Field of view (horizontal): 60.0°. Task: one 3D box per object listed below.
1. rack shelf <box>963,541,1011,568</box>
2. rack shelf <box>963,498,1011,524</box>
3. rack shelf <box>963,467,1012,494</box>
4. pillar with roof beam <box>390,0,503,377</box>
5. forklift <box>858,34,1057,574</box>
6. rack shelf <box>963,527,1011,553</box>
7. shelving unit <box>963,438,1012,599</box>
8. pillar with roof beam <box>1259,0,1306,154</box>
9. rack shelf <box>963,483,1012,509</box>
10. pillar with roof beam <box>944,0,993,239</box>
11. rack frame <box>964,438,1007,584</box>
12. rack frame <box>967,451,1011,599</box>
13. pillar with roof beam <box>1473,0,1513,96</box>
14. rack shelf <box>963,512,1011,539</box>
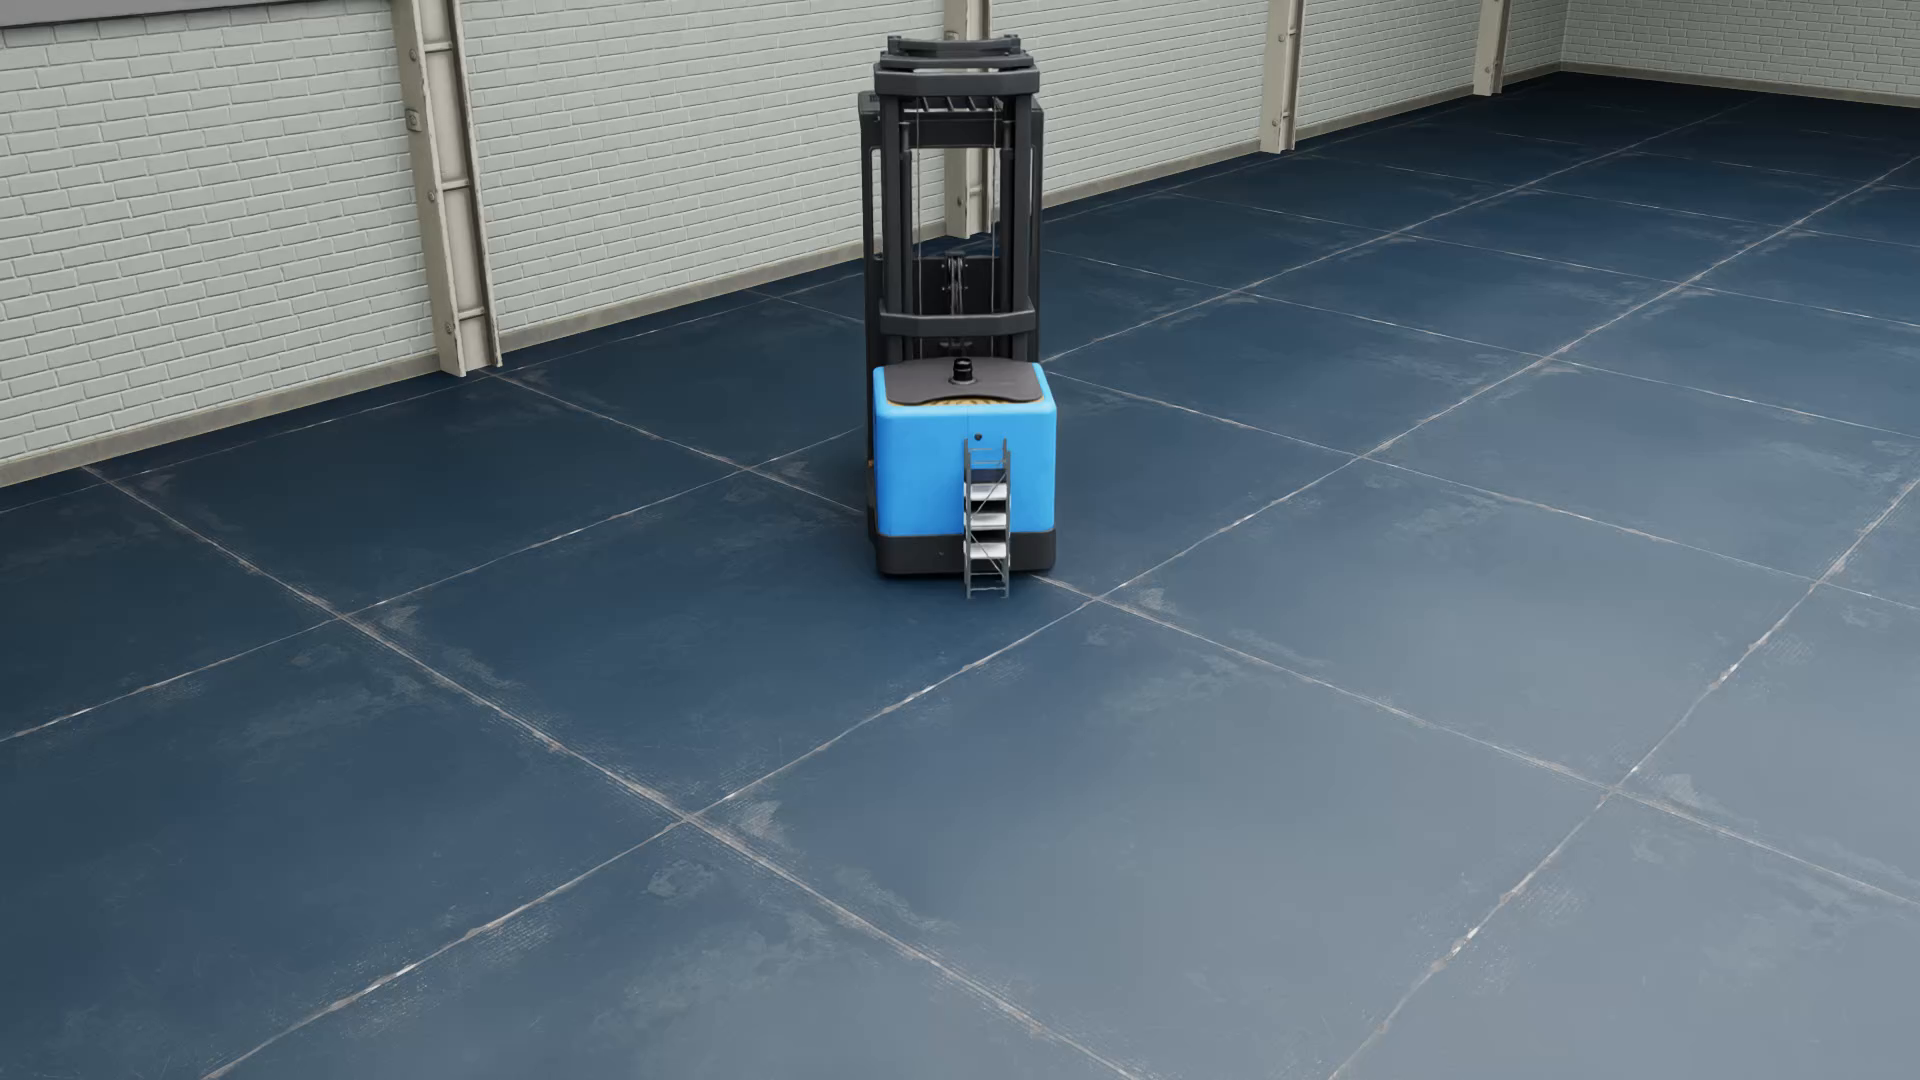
[{"bbox_3d":[0.151,0.077,9.499,0.258,0.077,0.200,-2,24,-4],"label":"rack shelf"},{"bbox_3d":[0.151,-0.169,9.389,0.258,0.077,0.200,-2,24,-4],"label":"rack shelf"},{"bbox_3d":[0.151,-0.333,9.315,0.258,0.077,0.200,-2,24,-4],"label":"rack shelf"},{"bbox_3d":[-0.718,-4.317,8.879,9.100,9.000,0.400,20,31,38],"label":"pillar with roof beam"},{"bbox_3d":[-0.067,-1.703,10.467,1.130,2.935,3.031,-2,24,-4],"label":"forklift"},{"bbox_3d":[0.151,-0.005,9.462,0.258,0.077,0.200,-2,24,-4],"label":"rack shelf"},{"bbox_3d":[0.151,-0.117,9.412,0.258,0.900,0.210,-2,24,-4],"label":"shelving unit"},{"bbox_3d":[7.291,-7.973,17.033,9.100,9.000,0.400,20,31,38],"label":"pillar with roof beam"},{"bbox_3d":[0.151,-0.251,9.352,0.258,0.077,0.200,-2,24,-4],"label":"rack shelf"},{"bbox_3d":[3.287,-6.145,12.956,9.100,9.000,0.400,20,31,38],"label":"pillar with roof beam"},{"bbox_3d":[0.144,-0.159,9.504,0.240,0.900,0.006,-2,24,-4],"label":"rack frame"},{"bbox_3d":[0.159,-0.076,9.319,0.240,0.900,0.006,-2,24,-4],"label":"rack frame"},{"bbox_3d":[11.296,-9.801,21.111,9.100,9.000,0.400,20,31,38],"label":"pillar with roof beam"},{"bbox_3d":[0.151,-0.087,9.426,0.258,0.077,0.200,-2,24,-4],"label":"rack shelf"}]
